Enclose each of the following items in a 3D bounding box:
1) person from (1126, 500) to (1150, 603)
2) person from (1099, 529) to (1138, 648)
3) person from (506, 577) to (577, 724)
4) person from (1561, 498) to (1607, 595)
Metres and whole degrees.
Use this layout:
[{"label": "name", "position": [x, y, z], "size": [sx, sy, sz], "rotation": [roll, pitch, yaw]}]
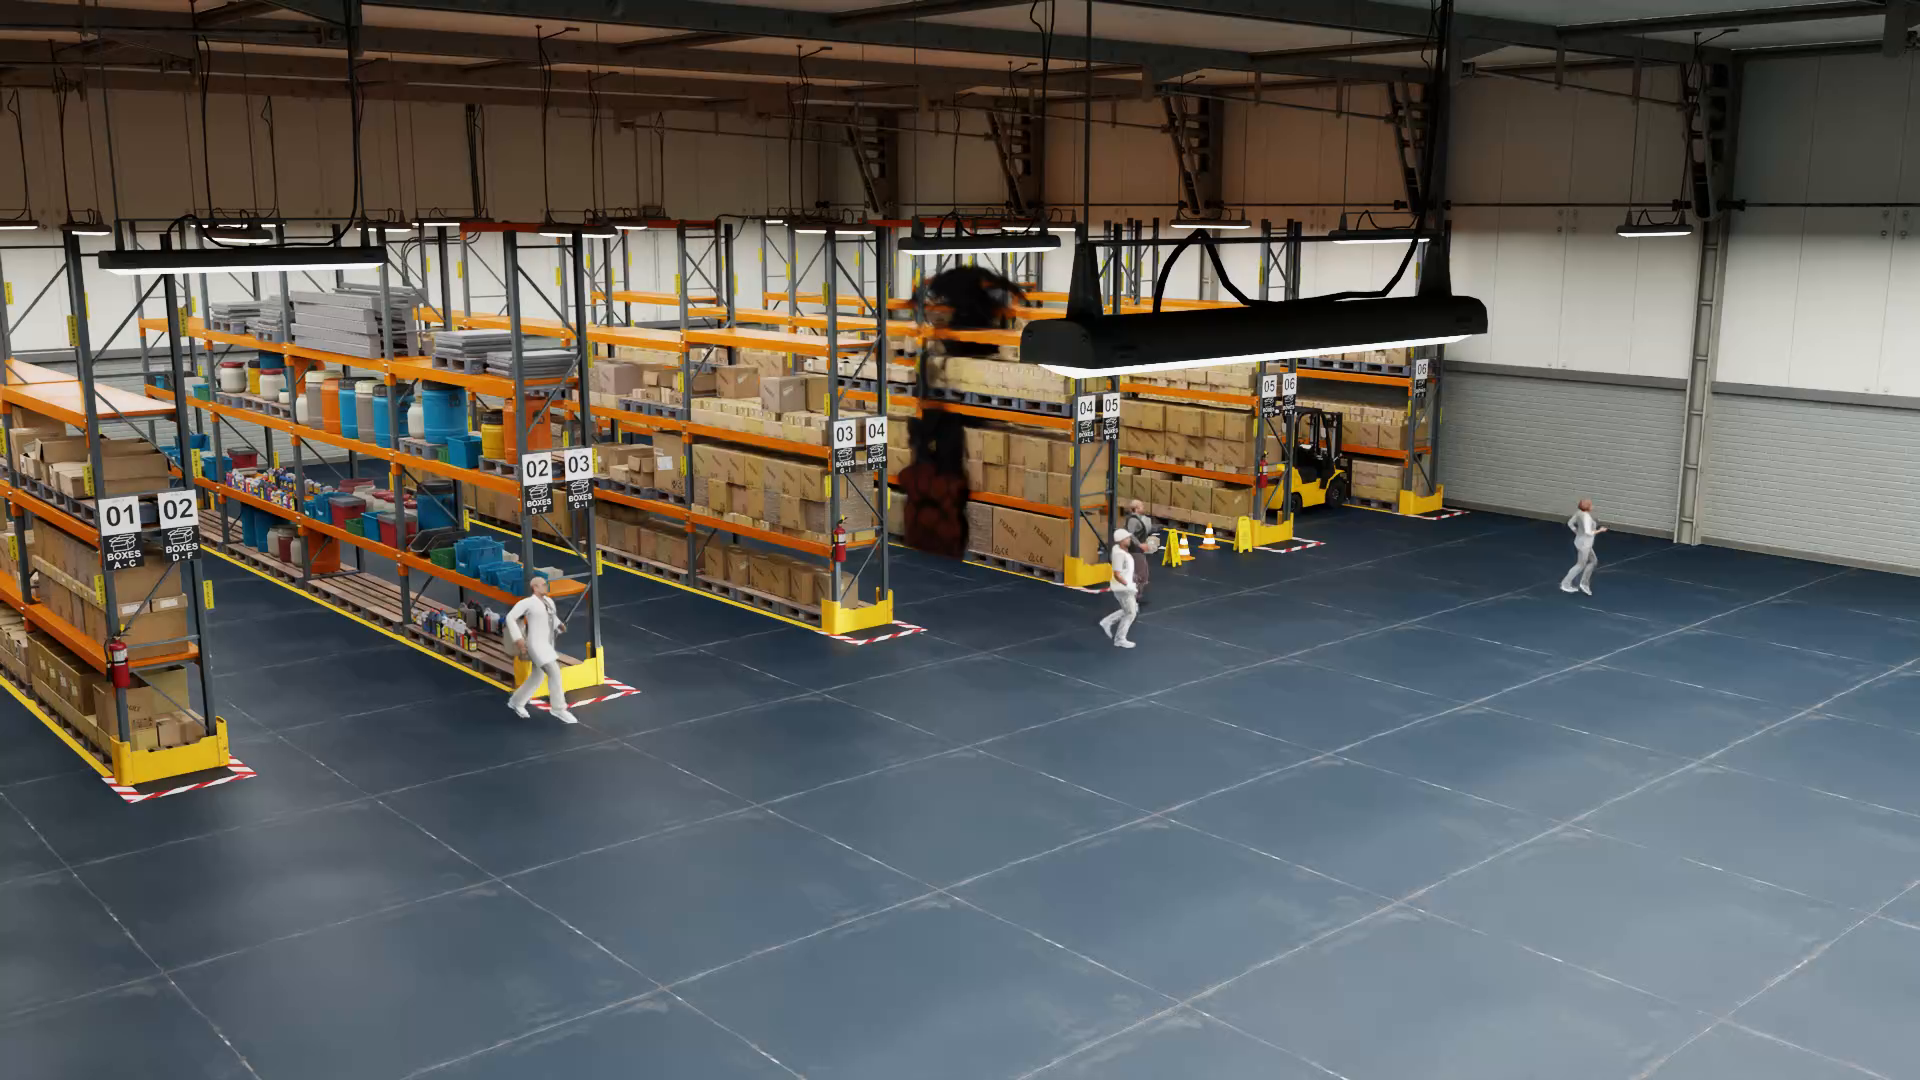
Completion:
[{"label": "person", "position": [2.761, 0.188, 26.775], "size": [0.643, 1.681, 0.650], "rotation": [1, 11, 5]}, {"label": "person", "position": [2.304, 0.691, 24.075], "size": [0.558, 1.745, 0.678], "rotation": [0, 11, 2]}, {"label": "person", "position": [-5.170, 1.344, 20.700], "size": [0.964, 1.773, 0.704], "rotation": [3, 12, 12]}, {"label": "person", "position": [10.222, 0.122, 27.232], "size": [0.660, 1.635, 0.514], "rotation": [2, 12, 11]}]
